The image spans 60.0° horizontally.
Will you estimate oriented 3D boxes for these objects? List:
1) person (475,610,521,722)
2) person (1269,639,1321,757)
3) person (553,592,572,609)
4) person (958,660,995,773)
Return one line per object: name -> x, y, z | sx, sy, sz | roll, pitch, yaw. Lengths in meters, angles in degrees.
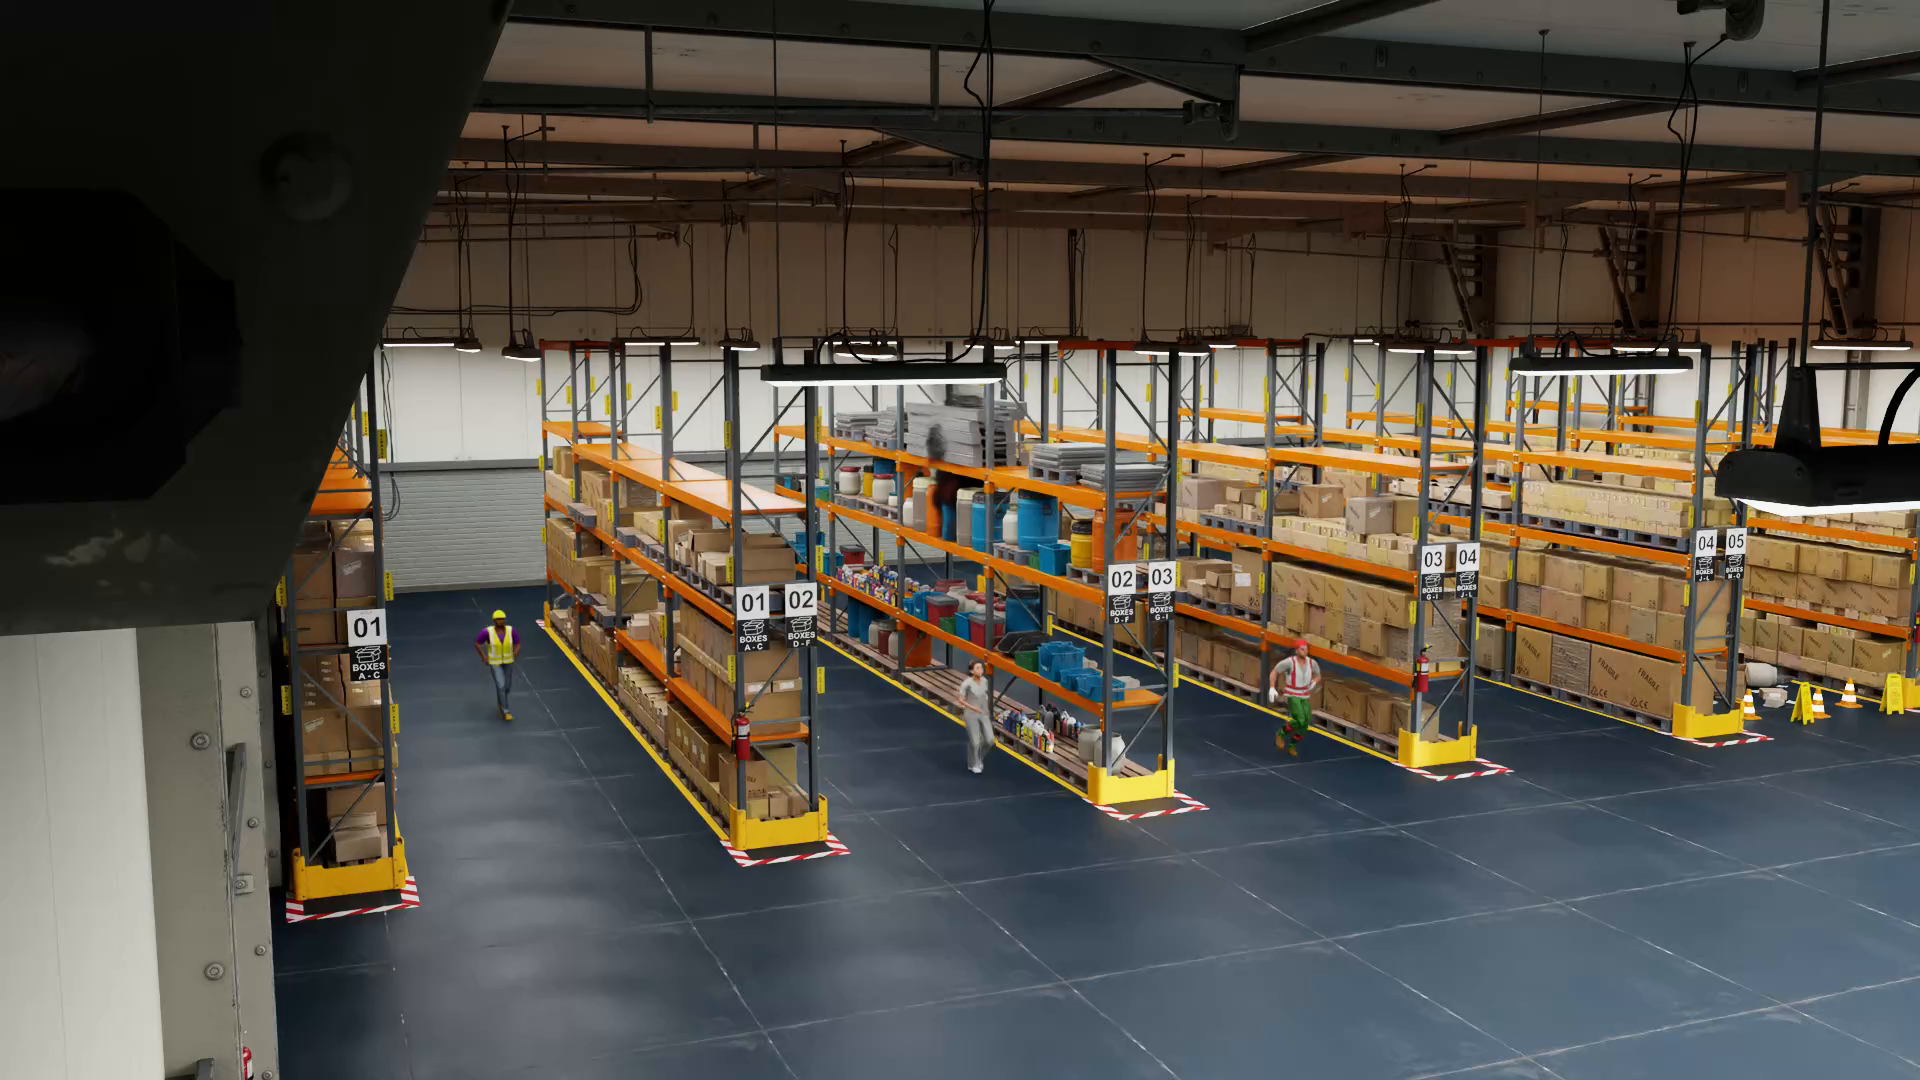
person -> -7.398, 1.986, 26.734 | 0.707, 1.759, 0.862 | -4, 9, -30
person -> 4.954, 2.318, 24.409 | 0.785, 1.737, 0.572 | -4, 8, -28
person -> -8.460, 0.858, 36.117 | 0.814, 1.610, 0.567 | -2, 8, -14
person -> 0.245, 2.486, 23.364 | 0.564, 1.630, 0.546 | -4, 9, -29
